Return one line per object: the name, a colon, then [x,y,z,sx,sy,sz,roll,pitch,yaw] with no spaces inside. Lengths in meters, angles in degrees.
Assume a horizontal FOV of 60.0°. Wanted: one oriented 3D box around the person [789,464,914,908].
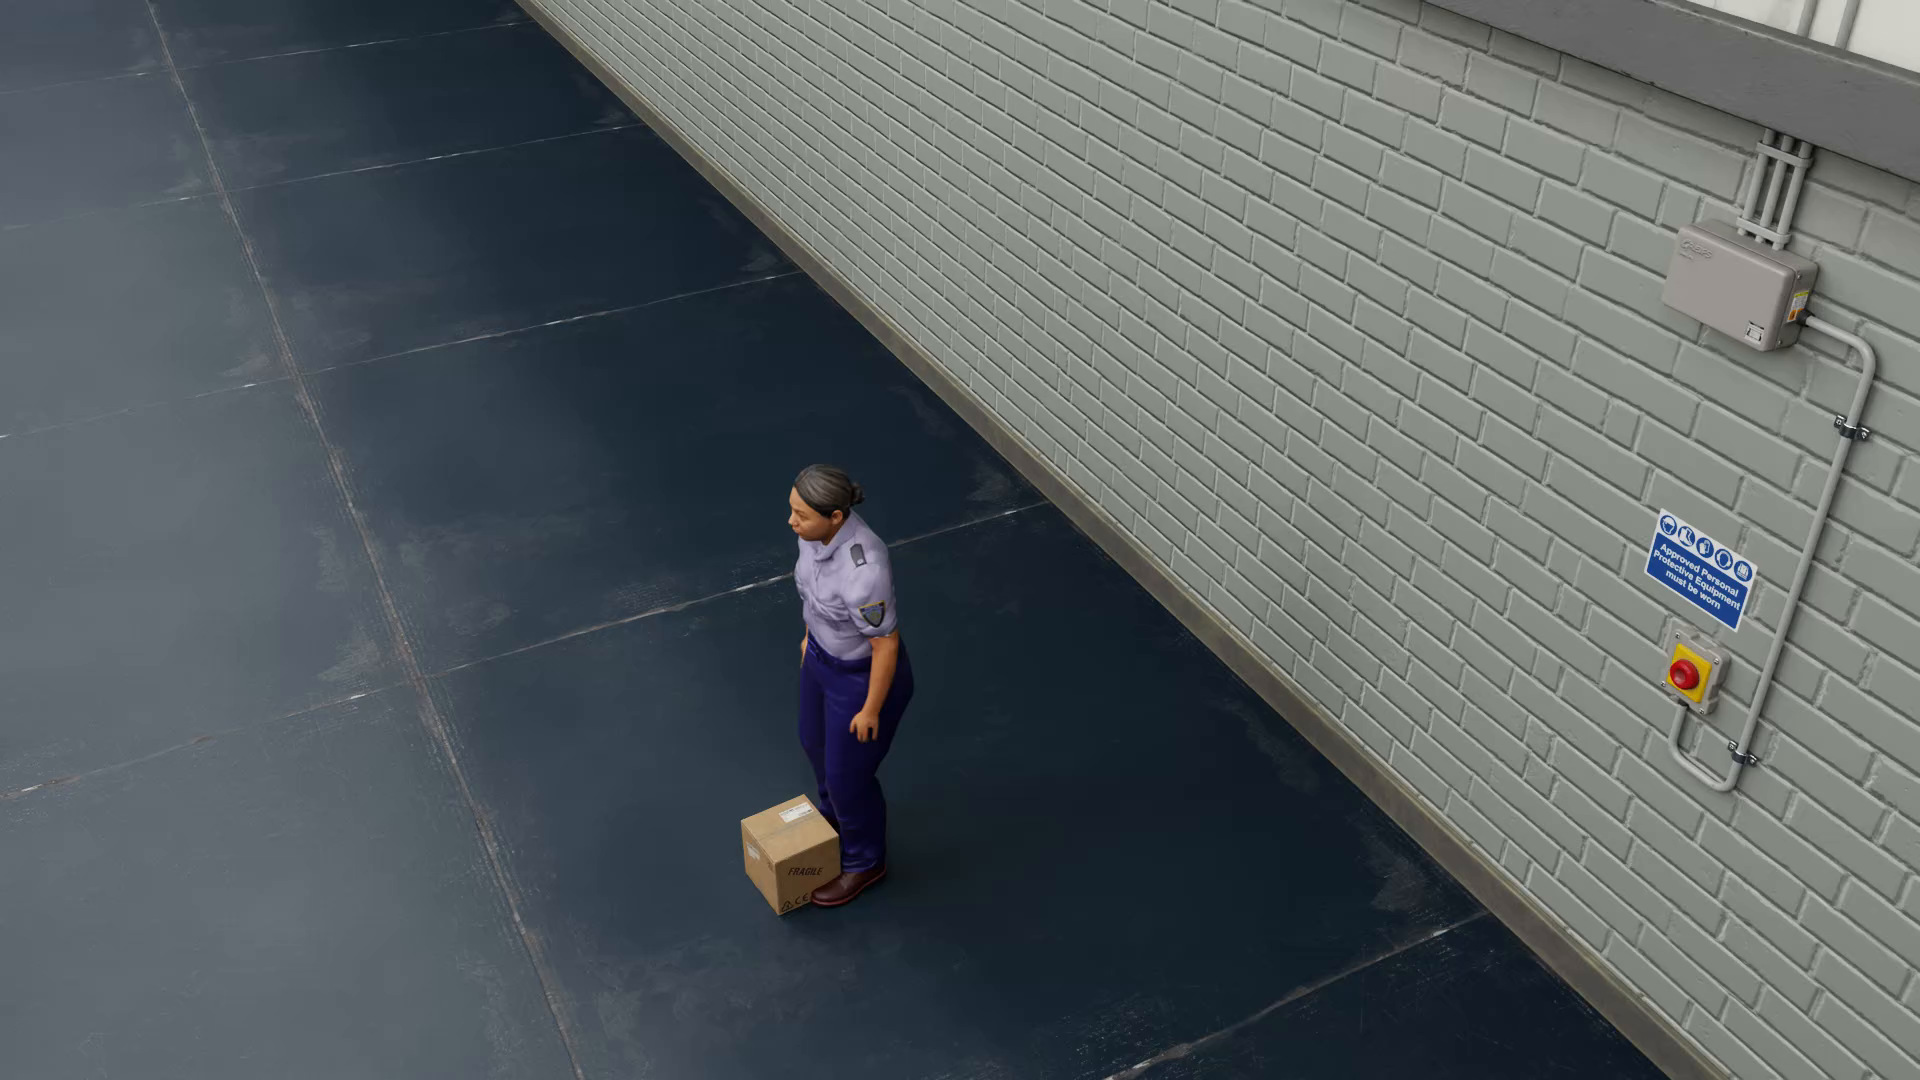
person: [-0.392,0.452,5.470,0.417,1.637,0.537,-16,36,-23]
